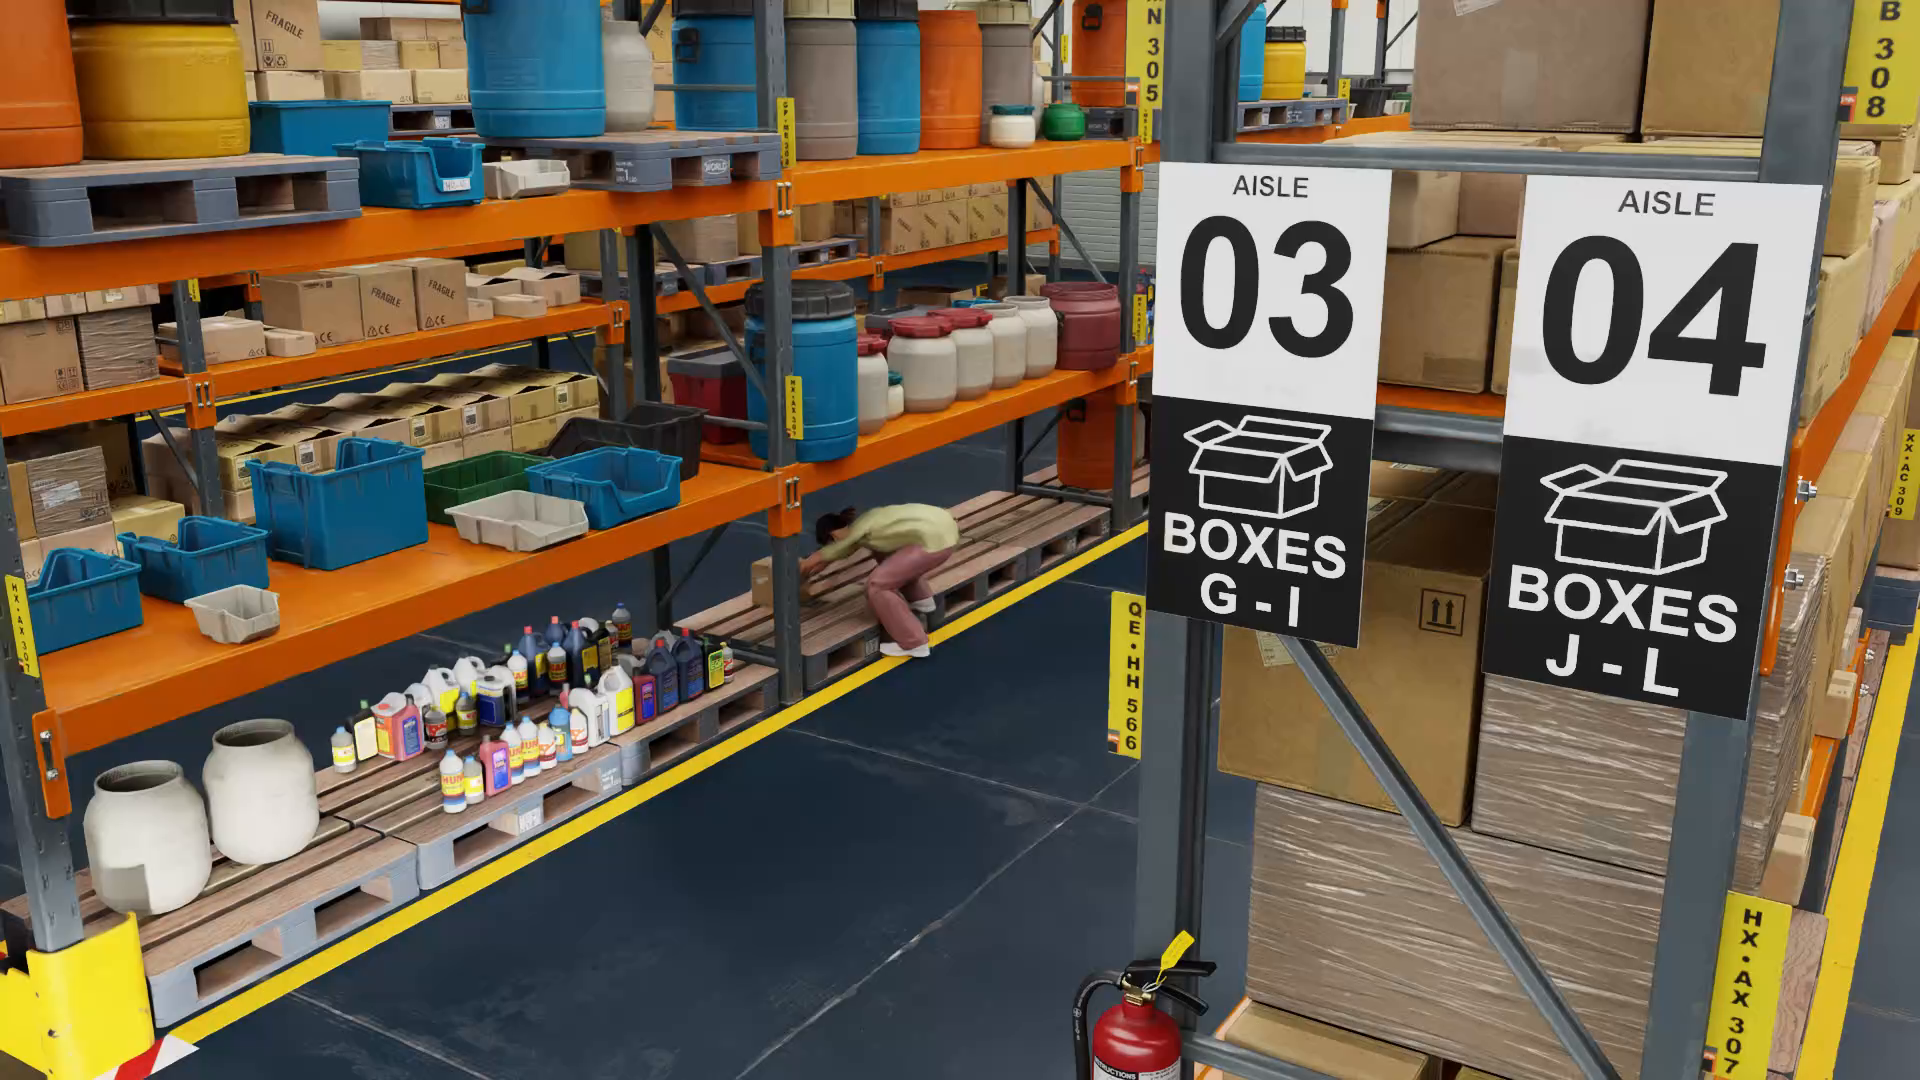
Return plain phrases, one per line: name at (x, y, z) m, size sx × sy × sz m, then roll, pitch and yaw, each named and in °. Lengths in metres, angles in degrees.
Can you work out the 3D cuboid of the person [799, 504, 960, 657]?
person at (-0.561, 0.206, 9.758) m, size 1.132 × 0.865 × 0.488 m, roll 4°, pitch 17°, yaw 13°
